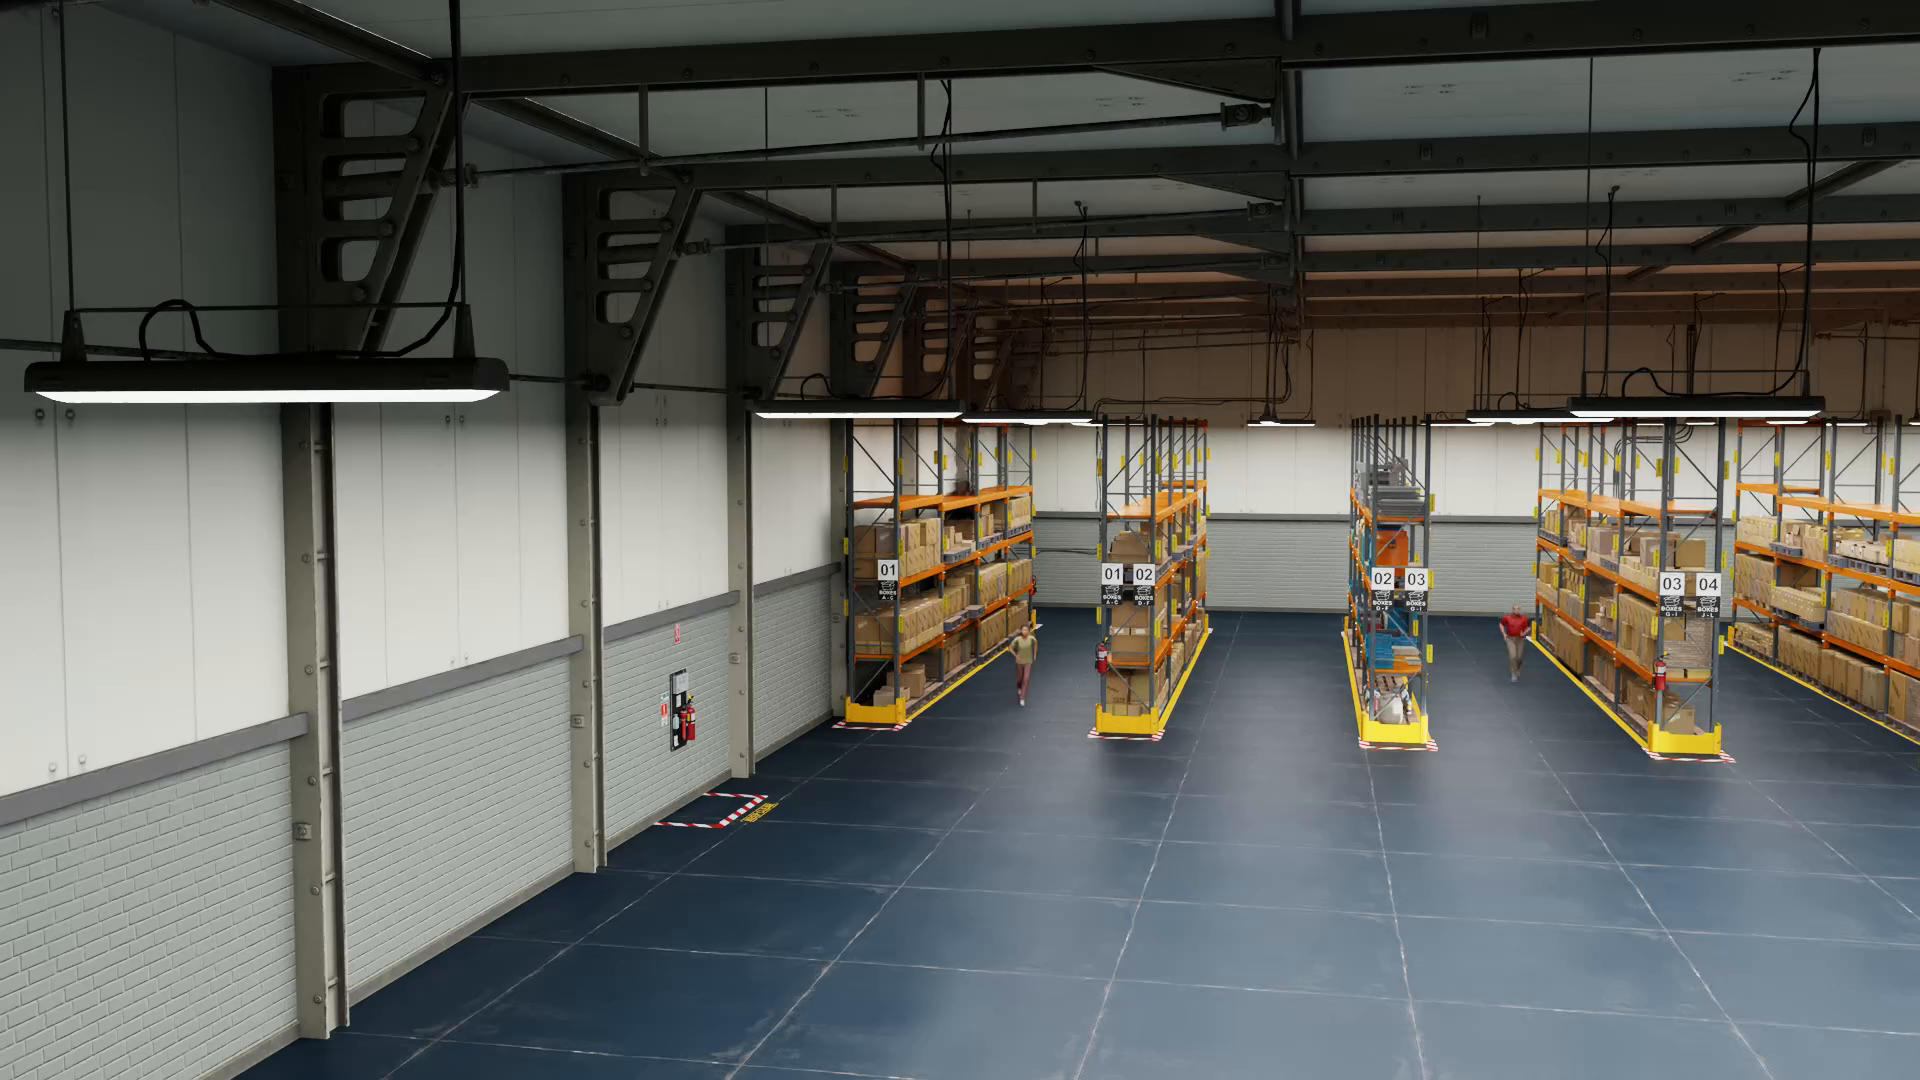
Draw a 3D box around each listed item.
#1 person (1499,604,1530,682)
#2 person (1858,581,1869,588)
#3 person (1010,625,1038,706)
[{"bbox_3d":[12.701,2.336,38.055,0.666,1.736,0.825,1,4,11],"label":"person"},{"bbox_3d":[24.650,1.902,45.346,0.727,1.655,0.607,-1,4,-10],"label":"person"},{"bbox_3d":[1.338,2.583,34.861,0.602,1.660,0.921,0,4,-3],"label":"person"}]
